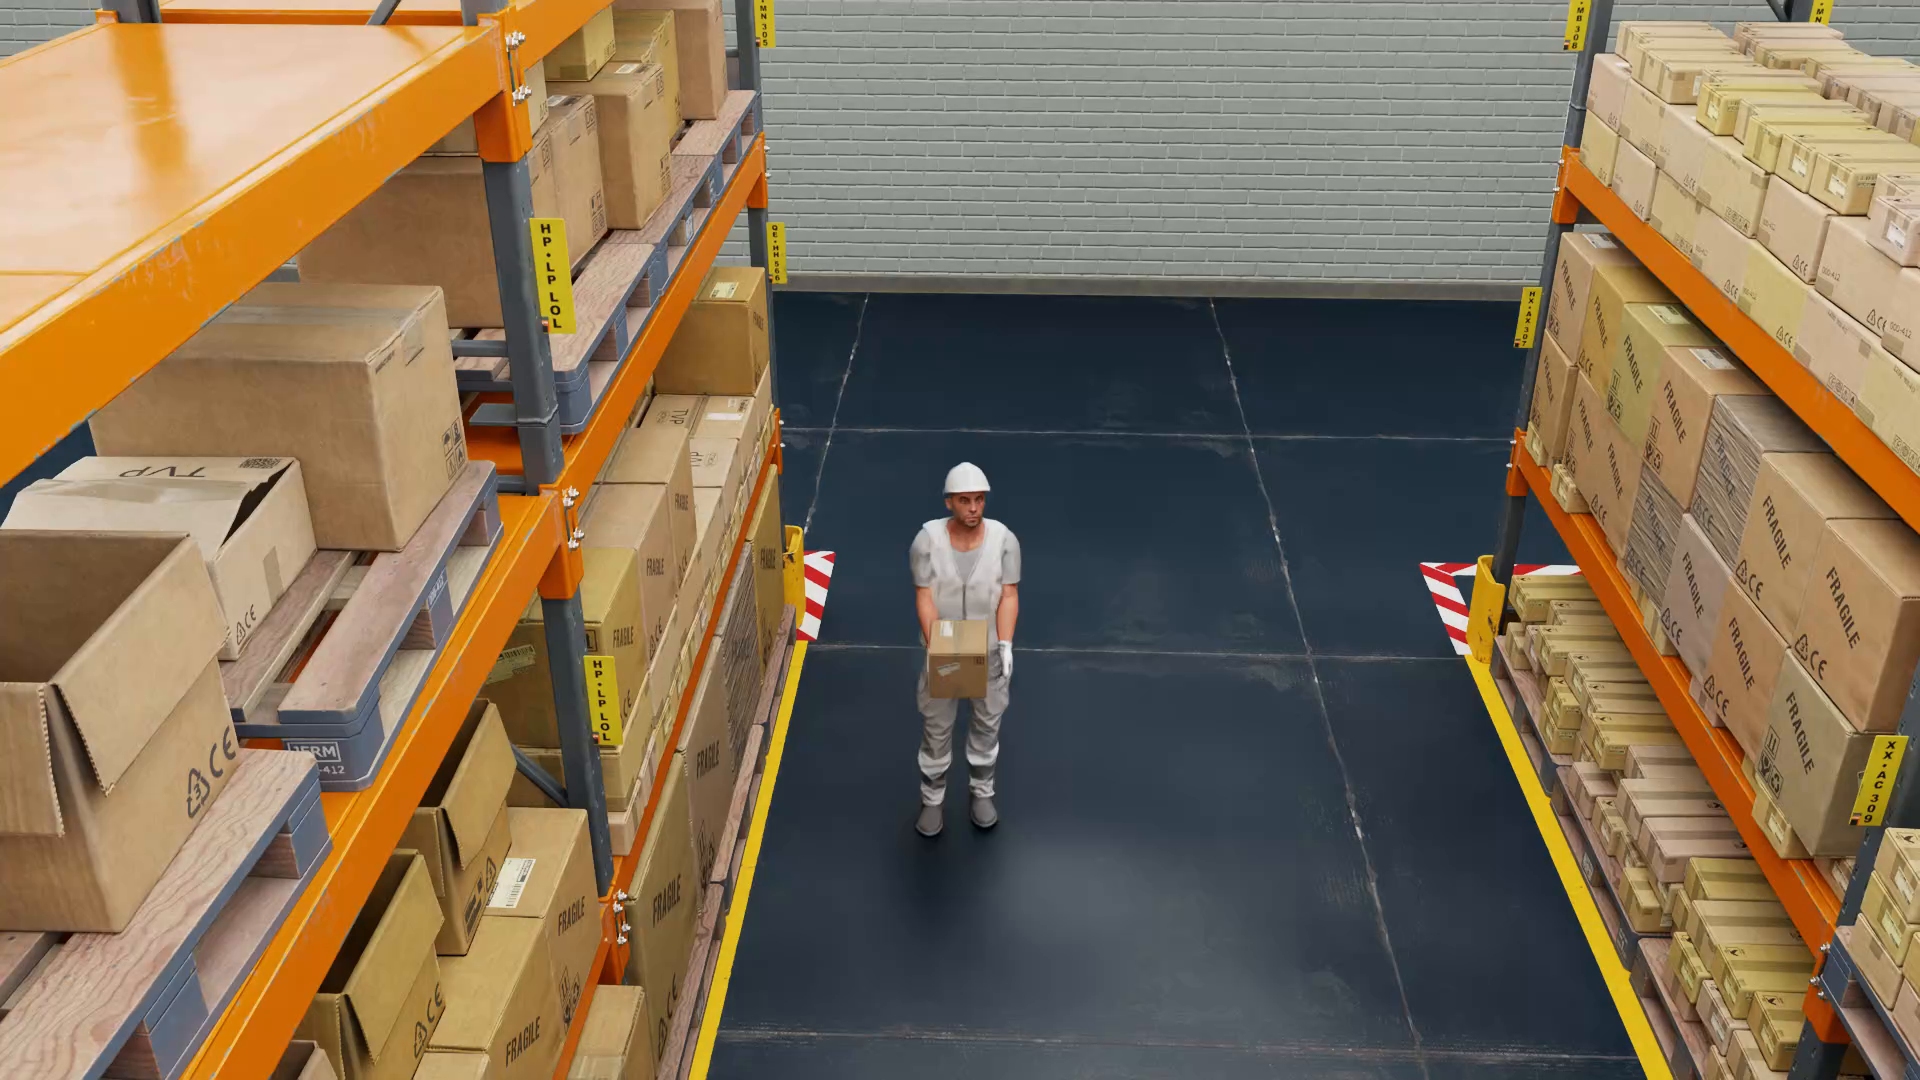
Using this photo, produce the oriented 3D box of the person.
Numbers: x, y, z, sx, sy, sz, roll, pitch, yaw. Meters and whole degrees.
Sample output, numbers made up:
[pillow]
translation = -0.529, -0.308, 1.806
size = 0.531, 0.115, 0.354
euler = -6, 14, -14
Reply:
[person]
translation = 0.034, 0.534, 7.574
size = 0.515, 1.793, 0.552
euler = -3, 28, -6
